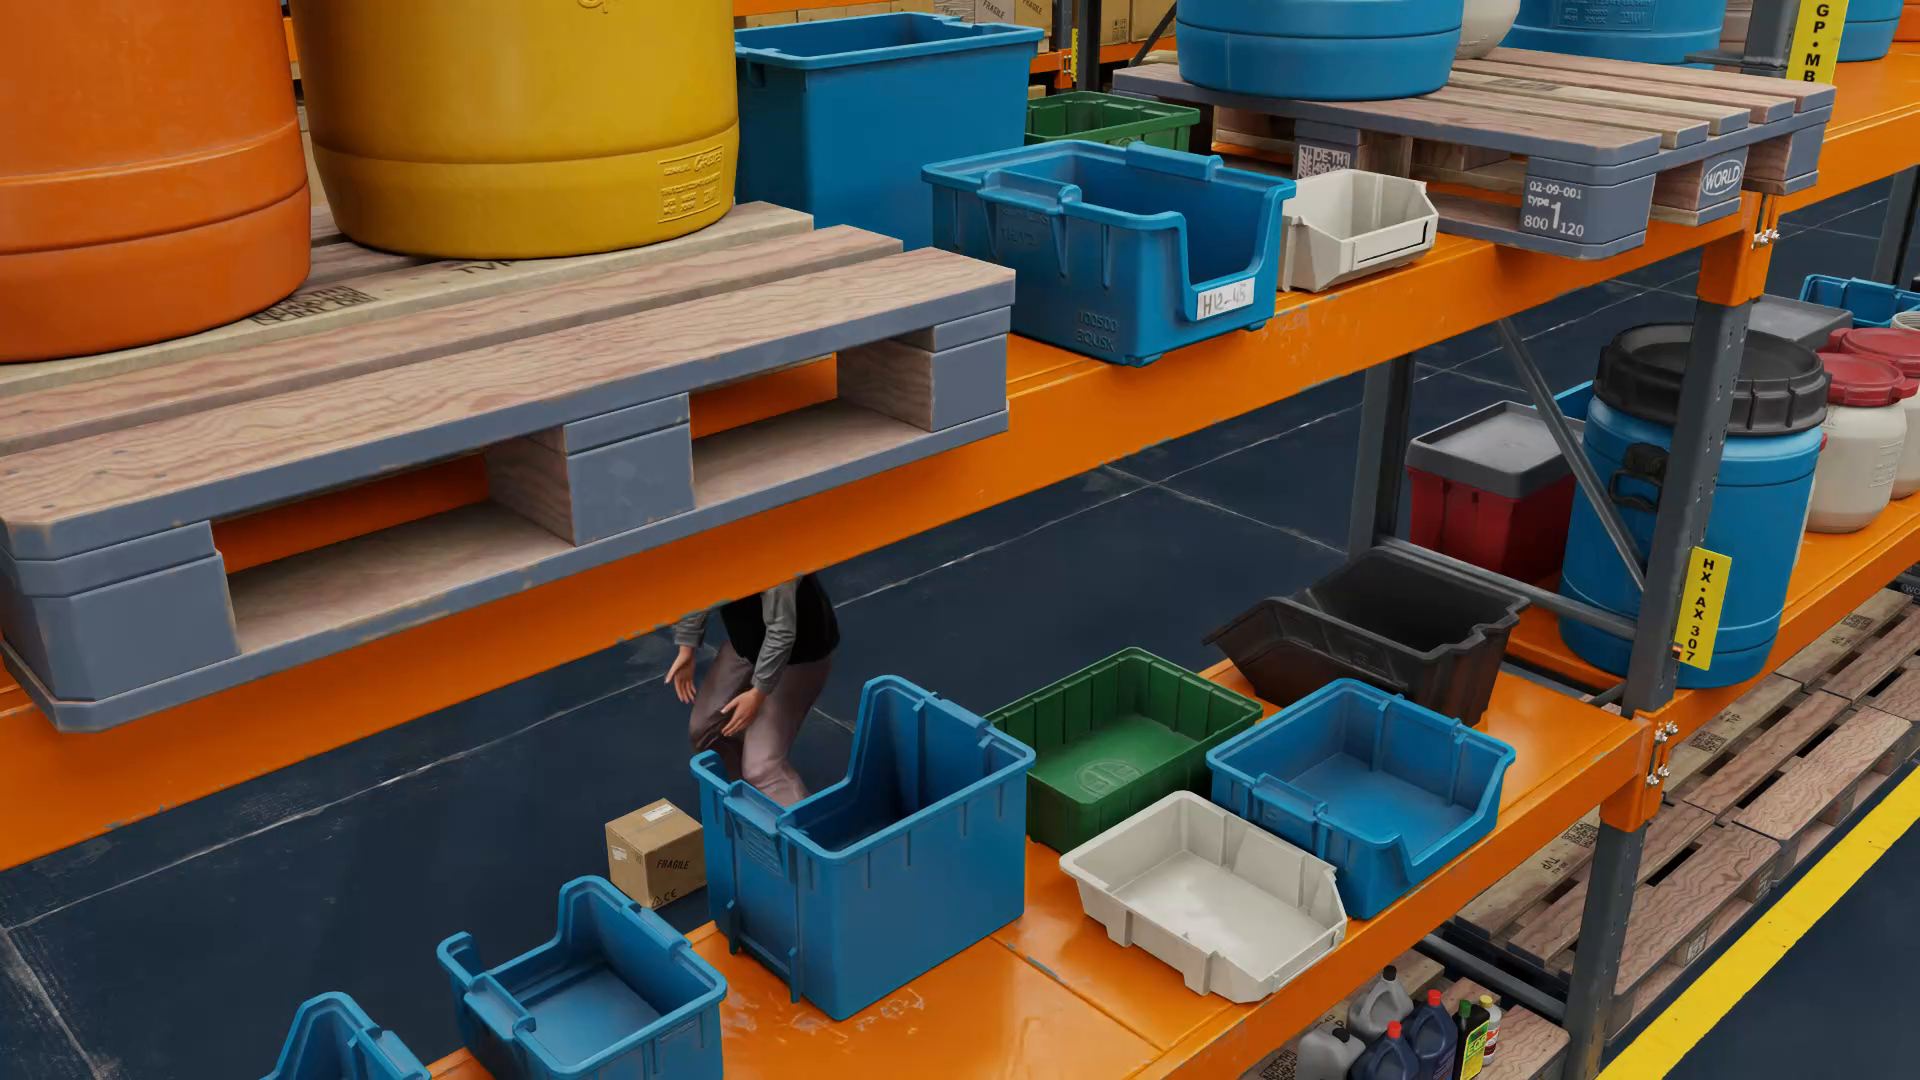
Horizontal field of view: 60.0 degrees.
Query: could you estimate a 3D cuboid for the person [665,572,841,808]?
[{"bbox_3d":[-0.724,0.435,5.929,0.625,1.514,0.588,-21,31,-38],"label":"person"}]
